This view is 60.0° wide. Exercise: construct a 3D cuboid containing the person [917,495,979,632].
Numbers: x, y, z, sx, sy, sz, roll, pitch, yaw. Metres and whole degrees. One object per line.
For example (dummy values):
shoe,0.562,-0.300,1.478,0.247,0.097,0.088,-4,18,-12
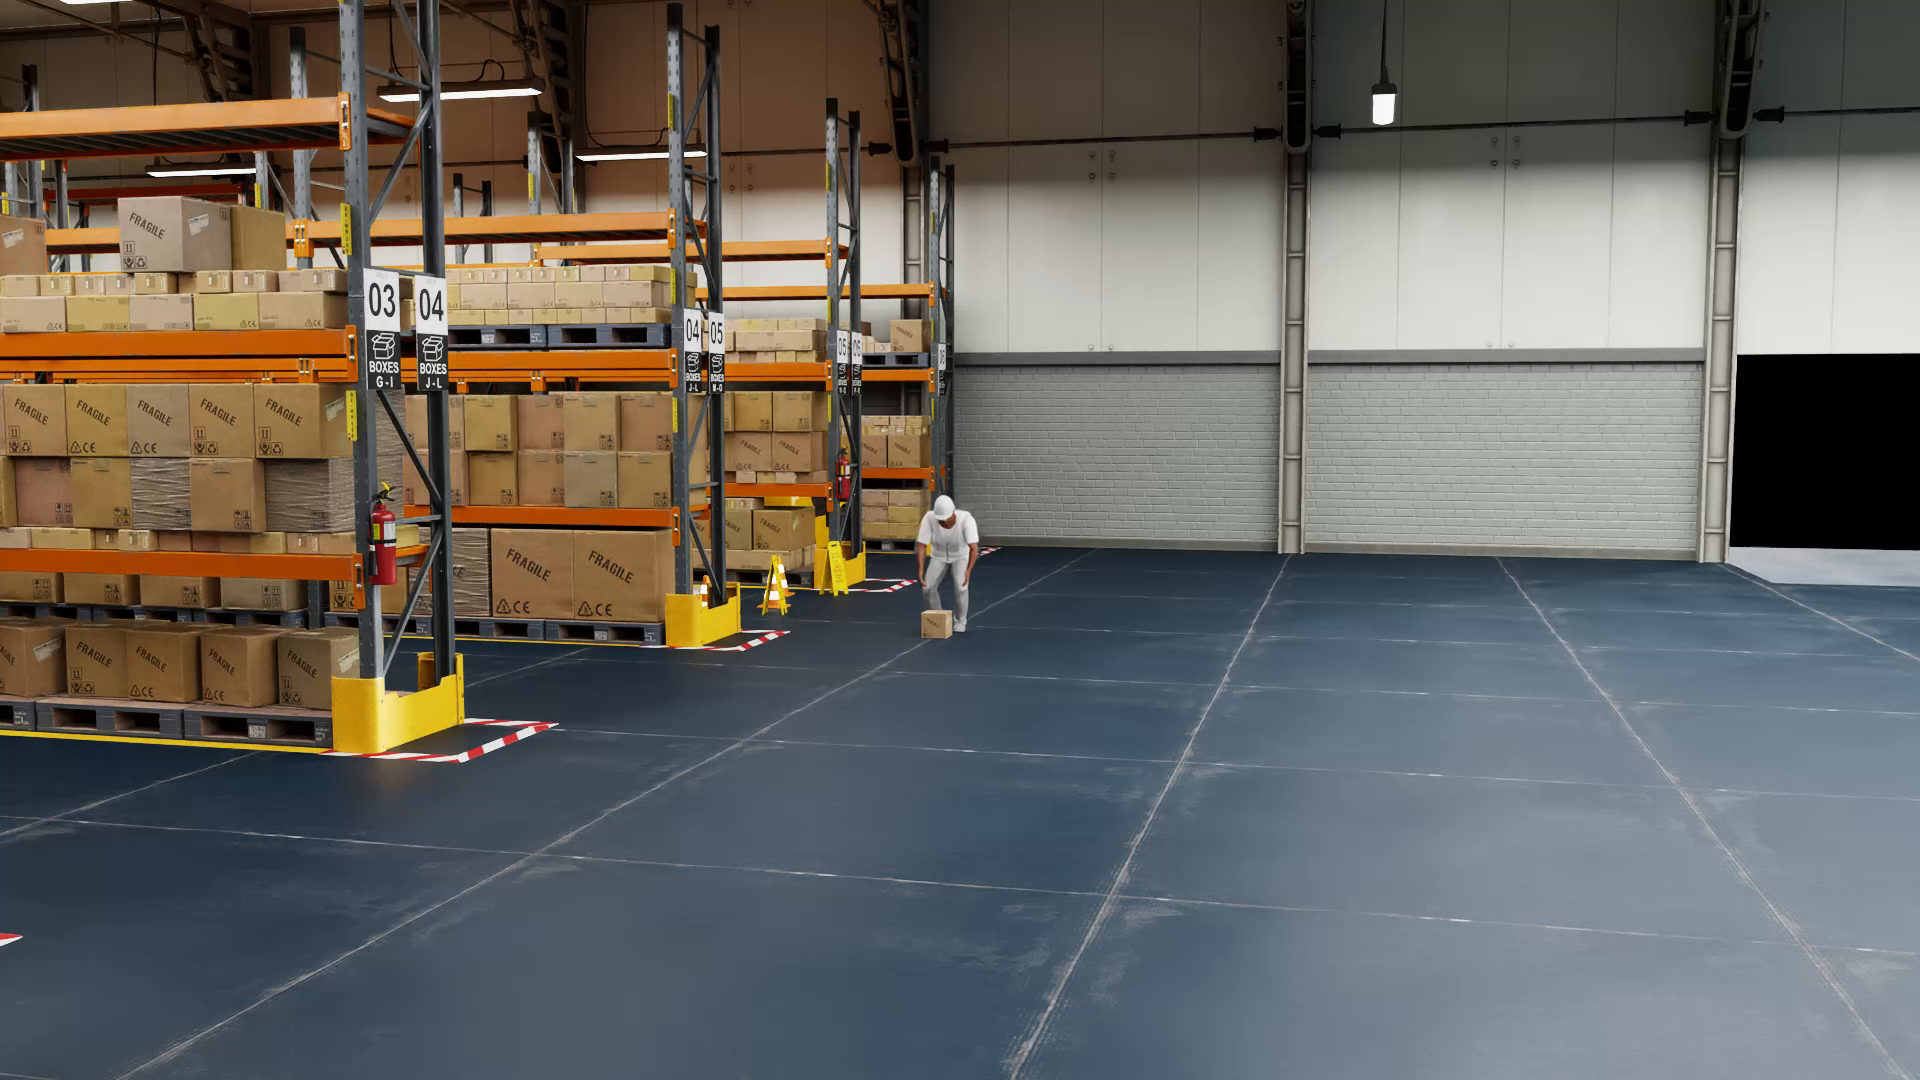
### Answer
person,-0.102,0.231,16.818,0.631,1.403,0.763,1,5,14
